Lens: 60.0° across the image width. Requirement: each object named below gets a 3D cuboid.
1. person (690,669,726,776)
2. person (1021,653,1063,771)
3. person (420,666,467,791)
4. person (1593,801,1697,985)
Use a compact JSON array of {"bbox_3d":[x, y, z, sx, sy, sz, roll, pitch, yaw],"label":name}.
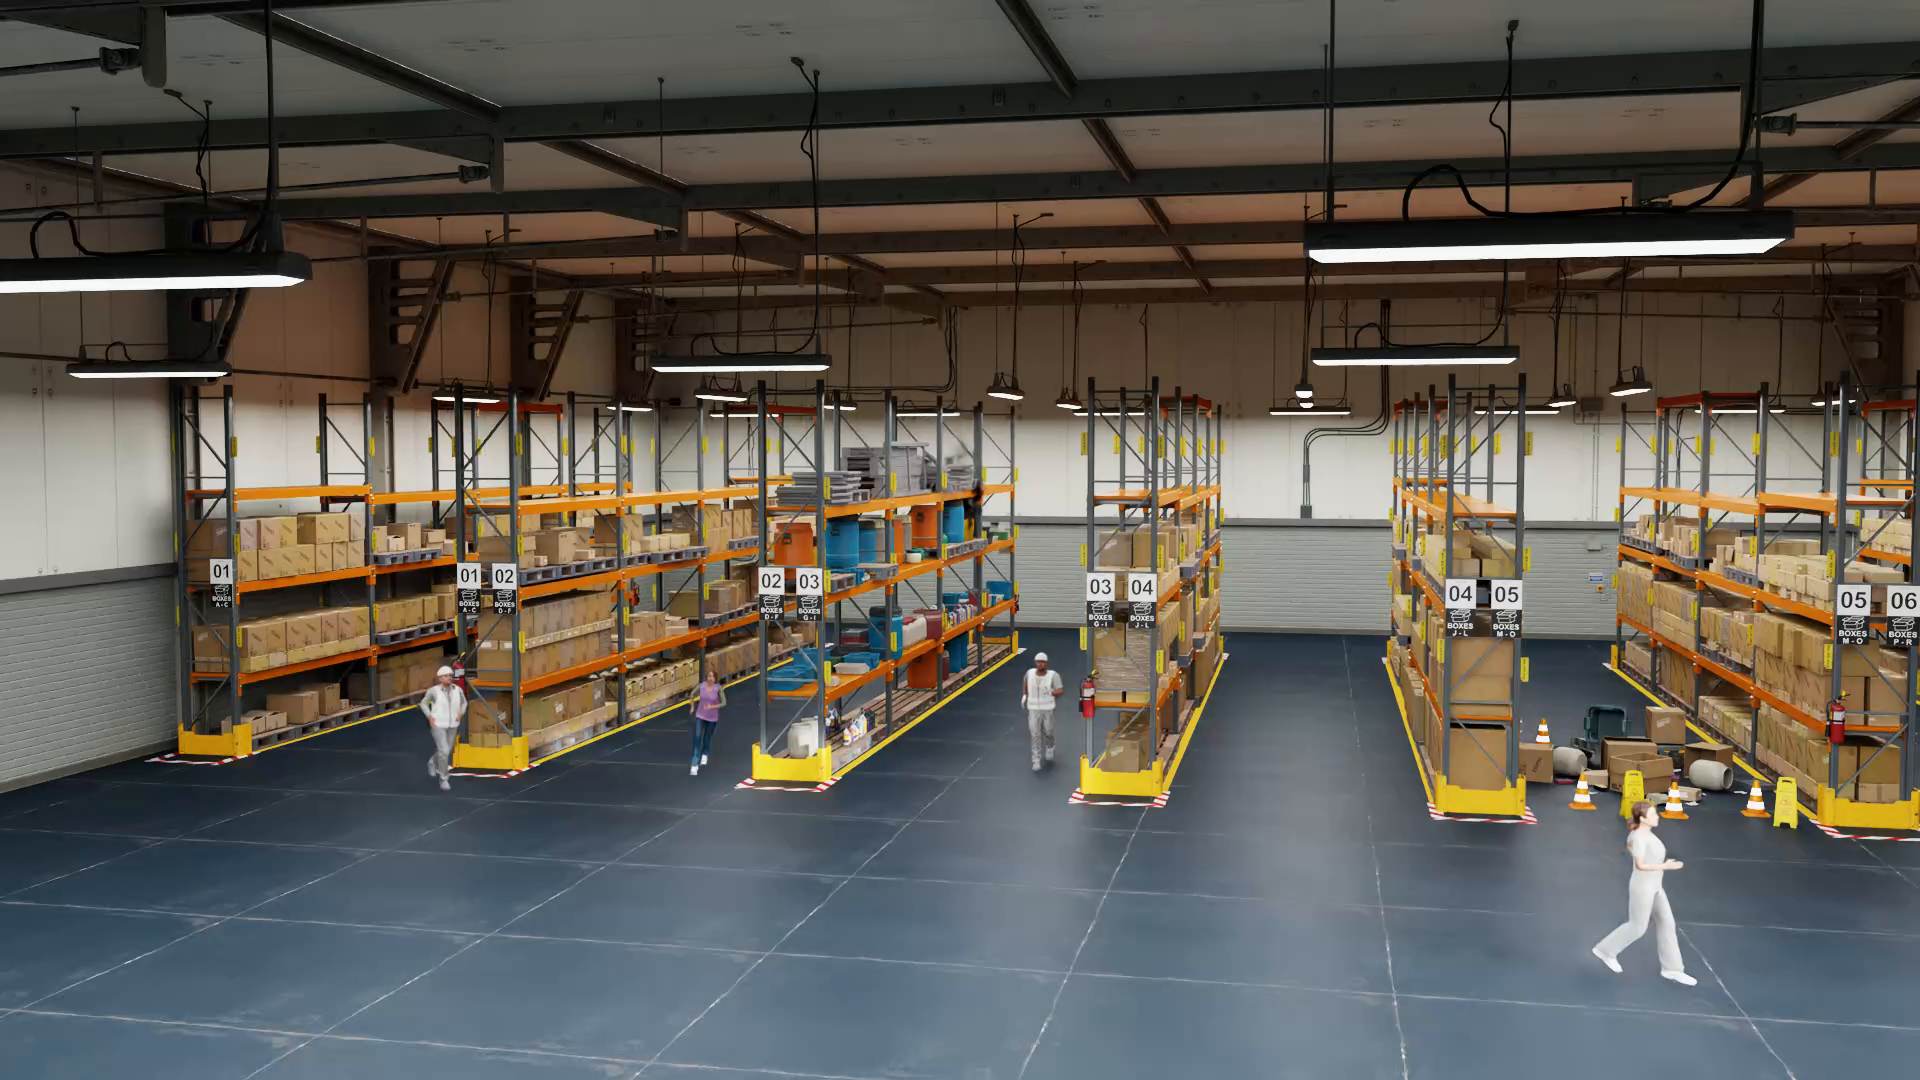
[{"bbox_3d":[-3.889,2.791,25.681,0.568,1.594,0.817,0,3,-4],"label":"person"},{"bbox_3d":[1.278,2.629,25.858,0.683,1.768,1.004,1,3,12],"label":"person"},{"bbox_3d":[-7.625,2.742,24.578,0.668,1.790,0.835,-3,4,-42],"label":"person"},{"bbox_3d":[6.401,3.263,15.520,0.908,1.664,0.570,2,4,35],"label":"person"}]
